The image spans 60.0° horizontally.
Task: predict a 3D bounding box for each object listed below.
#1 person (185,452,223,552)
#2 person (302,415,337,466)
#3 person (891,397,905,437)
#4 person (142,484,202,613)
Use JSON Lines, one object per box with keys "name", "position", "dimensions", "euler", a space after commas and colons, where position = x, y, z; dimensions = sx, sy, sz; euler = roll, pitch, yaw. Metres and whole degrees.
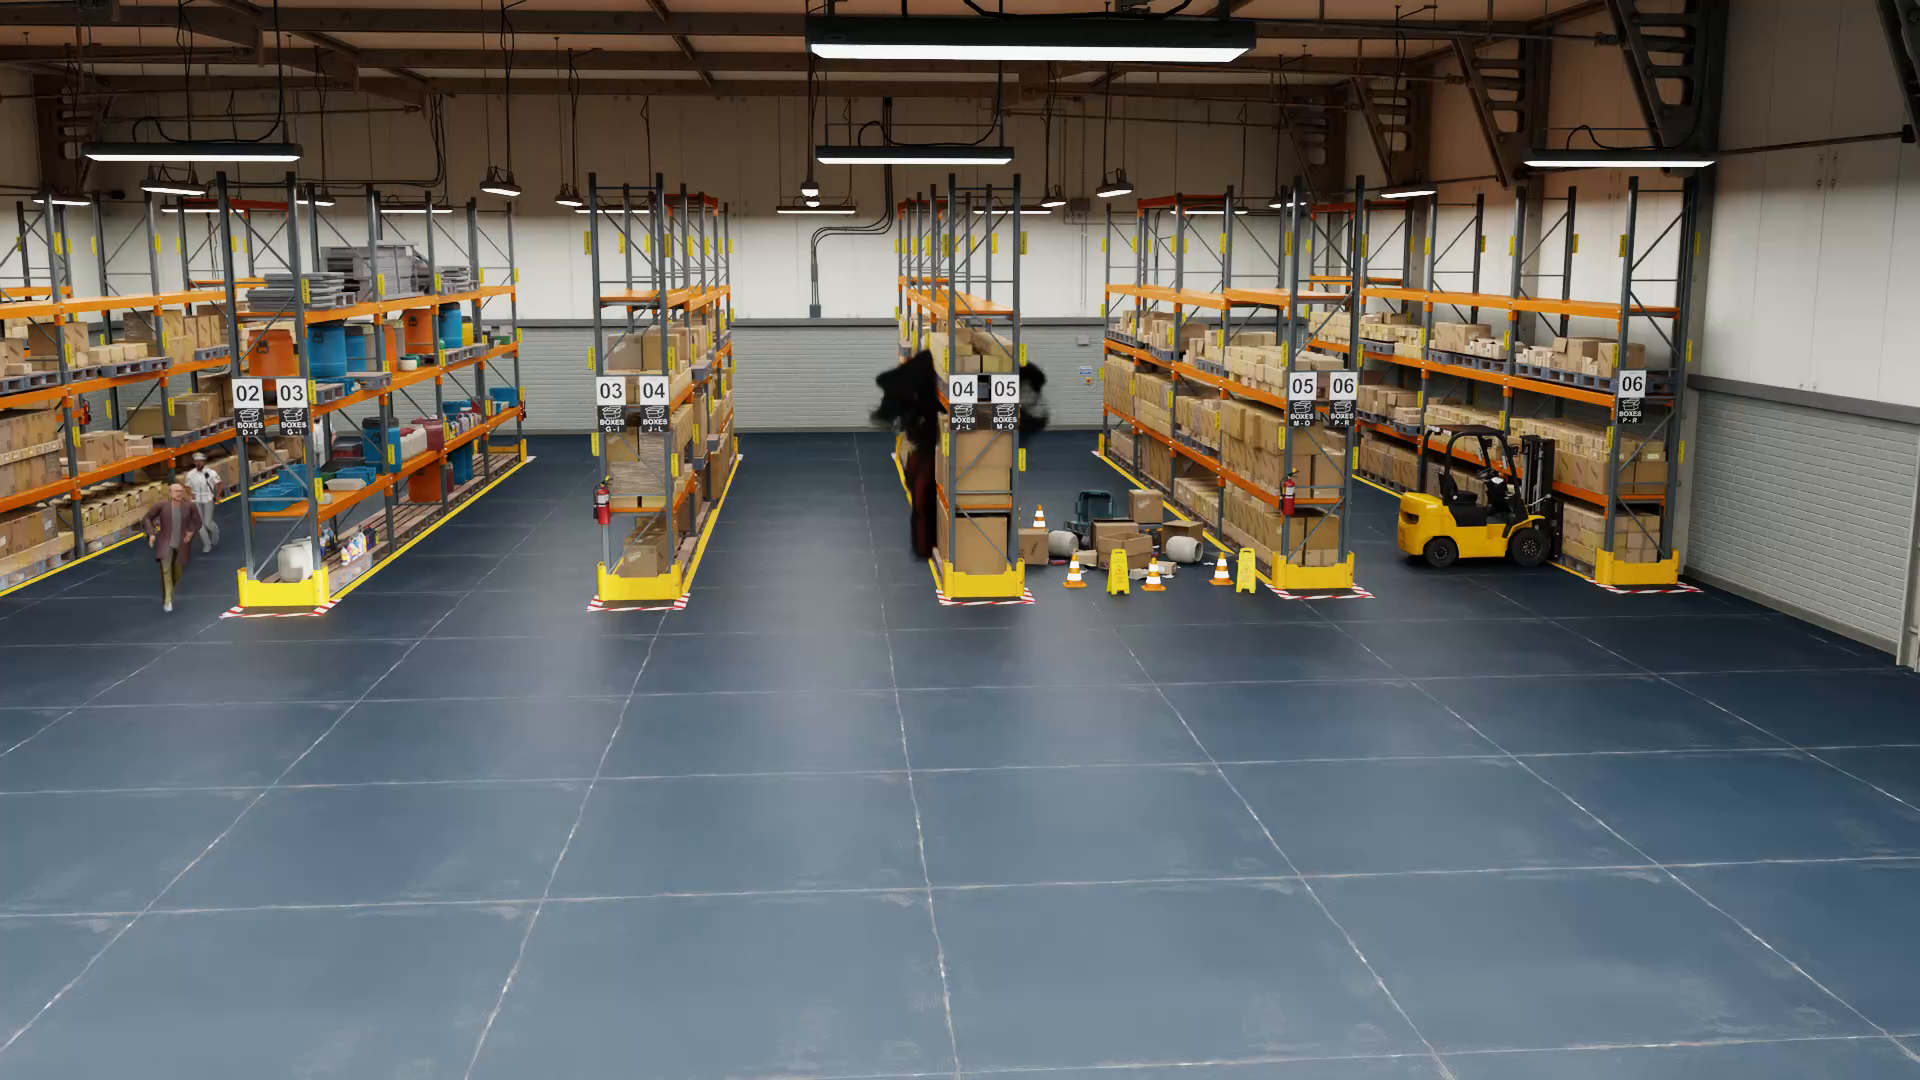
{"name": "person", "position": [-12.505, -0.622, 27.486], "dimensions": [0.569, 1.661, 0.554], "euler": [-2, 10, -12]}
{"name": "person", "position": [-13.186, -1.865, 34.231], "dimensions": [0.674, 1.740, 0.782], "euler": [-2, 10, -12]}
{"name": "person", "position": [-1.399, -2.998, 40.901], "dimensions": [0.587, 1.666, 0.776], "euler": [1, 10, 3]}
{"name": "person", "position": [-11.020, 0.077, 23.341], "dimensions": [0.752, 1.750, 0.883], "euler": [-6, 12, -30]}
